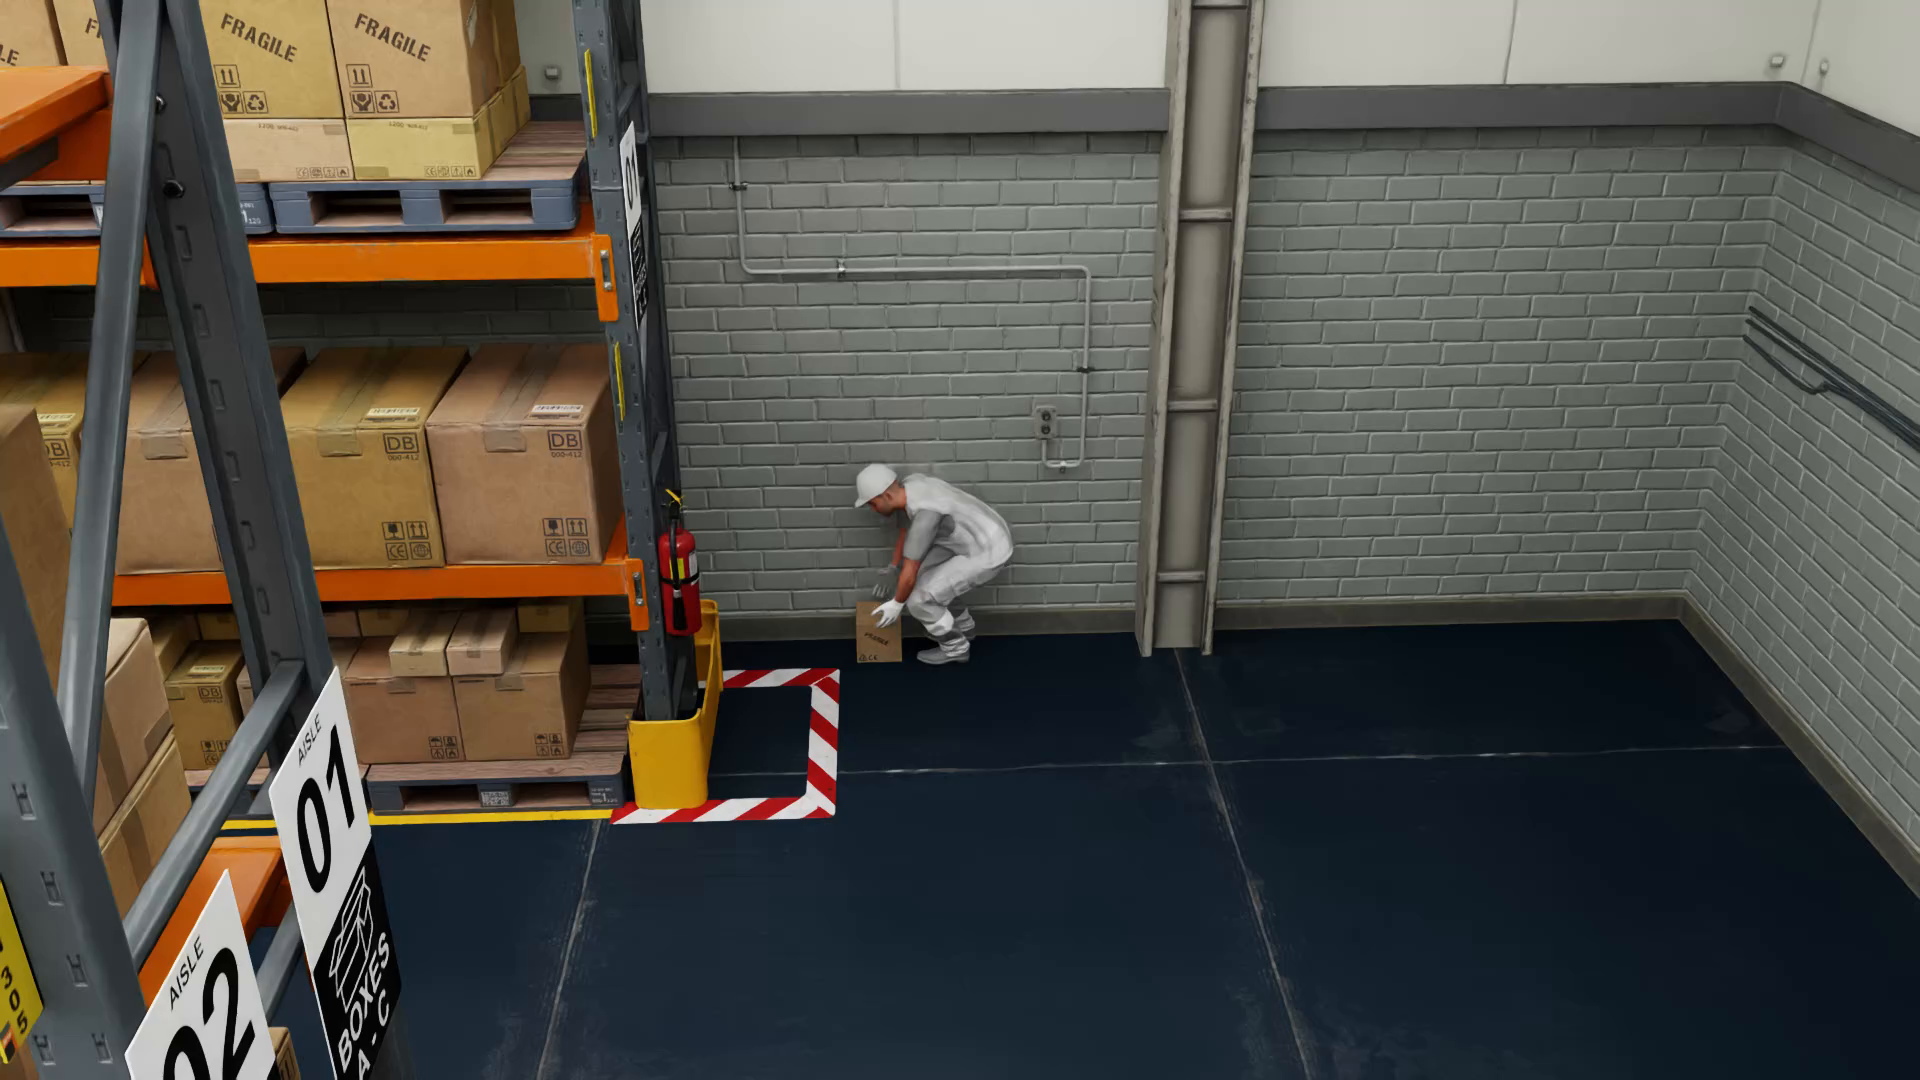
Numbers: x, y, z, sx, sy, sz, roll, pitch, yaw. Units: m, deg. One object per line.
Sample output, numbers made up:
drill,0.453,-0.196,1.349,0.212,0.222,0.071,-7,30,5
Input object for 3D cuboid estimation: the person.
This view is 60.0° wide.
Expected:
person,-0.136,0.114,9.046,0.852,1.172,0.584,-1,27,-2
